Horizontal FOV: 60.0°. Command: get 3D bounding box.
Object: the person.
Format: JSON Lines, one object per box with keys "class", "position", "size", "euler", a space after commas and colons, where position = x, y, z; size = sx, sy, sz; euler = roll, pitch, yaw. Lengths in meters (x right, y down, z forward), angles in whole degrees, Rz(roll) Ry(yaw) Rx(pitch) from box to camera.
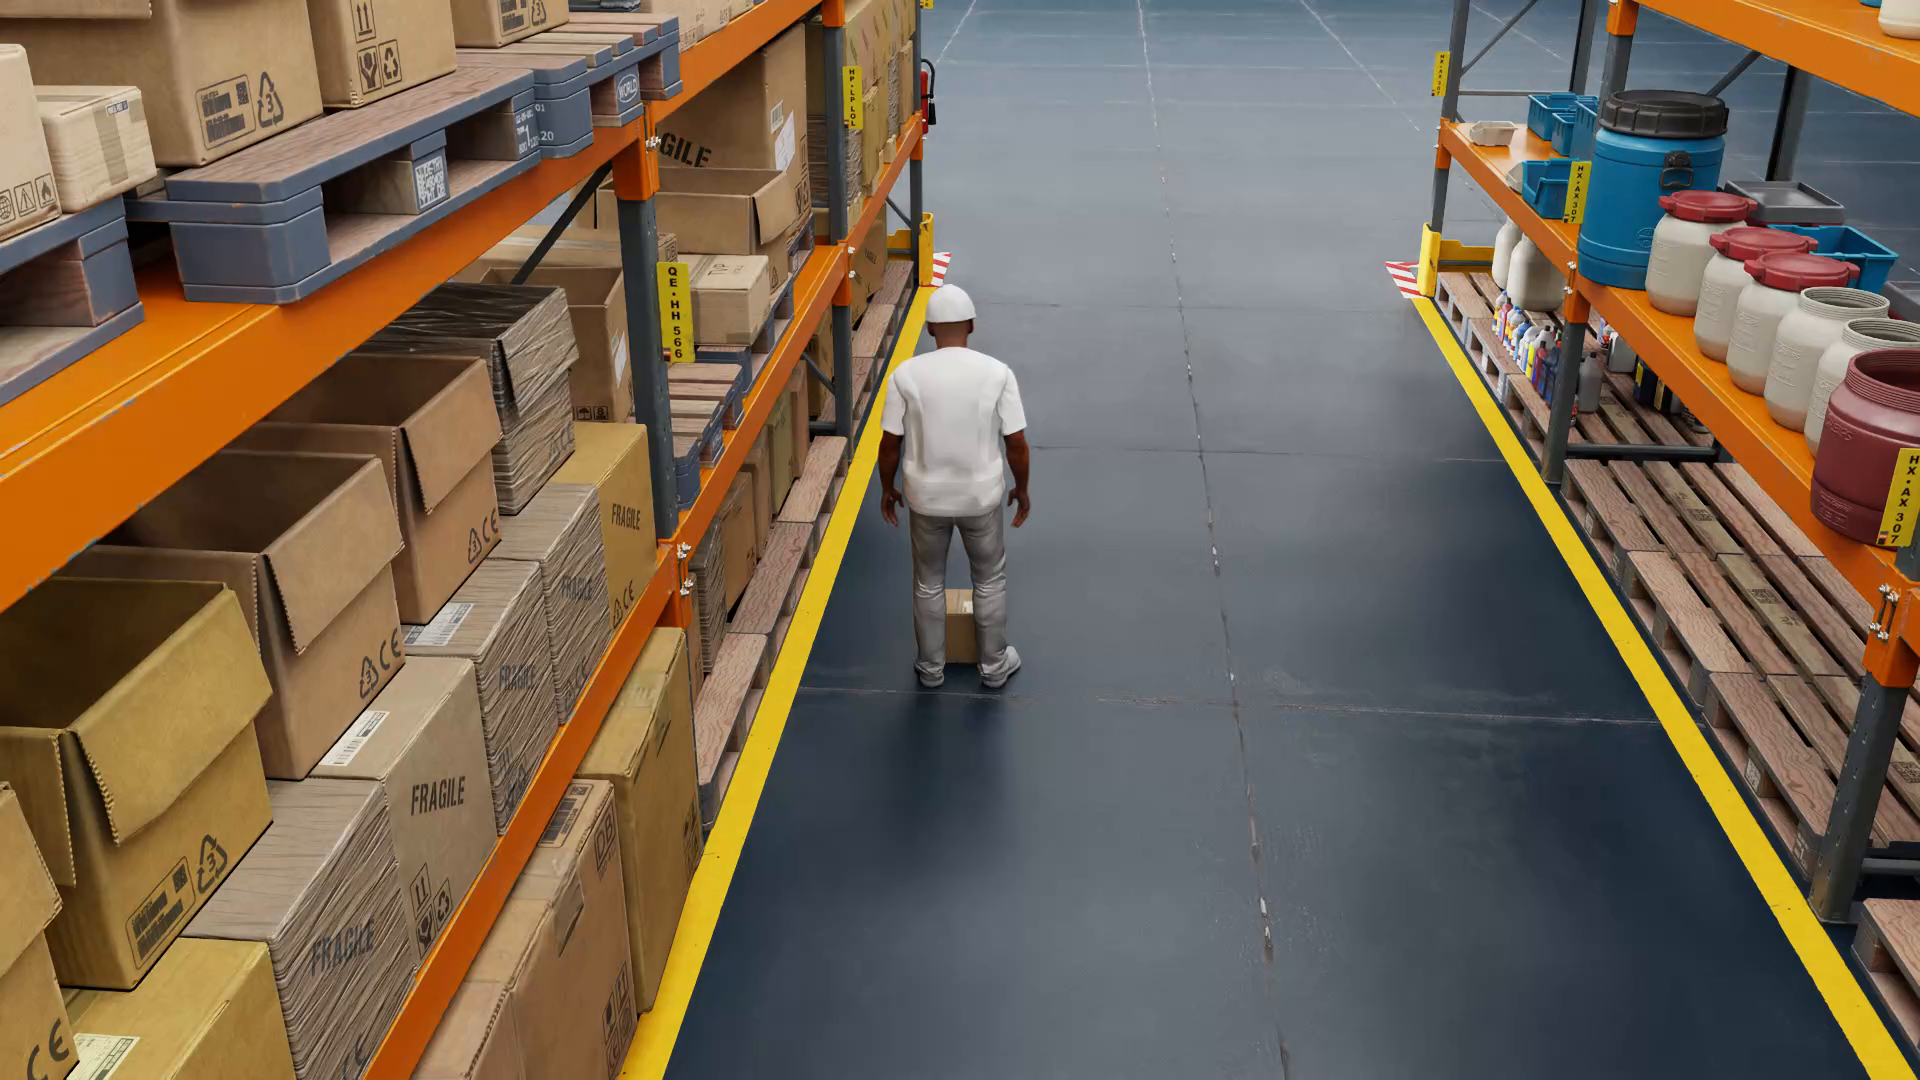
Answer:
{"class": "person", "position": [-0.020, -0.206, 7.036], "size": [0.637, 1.760, 0.461], "euler": [1, 24, 3]}
